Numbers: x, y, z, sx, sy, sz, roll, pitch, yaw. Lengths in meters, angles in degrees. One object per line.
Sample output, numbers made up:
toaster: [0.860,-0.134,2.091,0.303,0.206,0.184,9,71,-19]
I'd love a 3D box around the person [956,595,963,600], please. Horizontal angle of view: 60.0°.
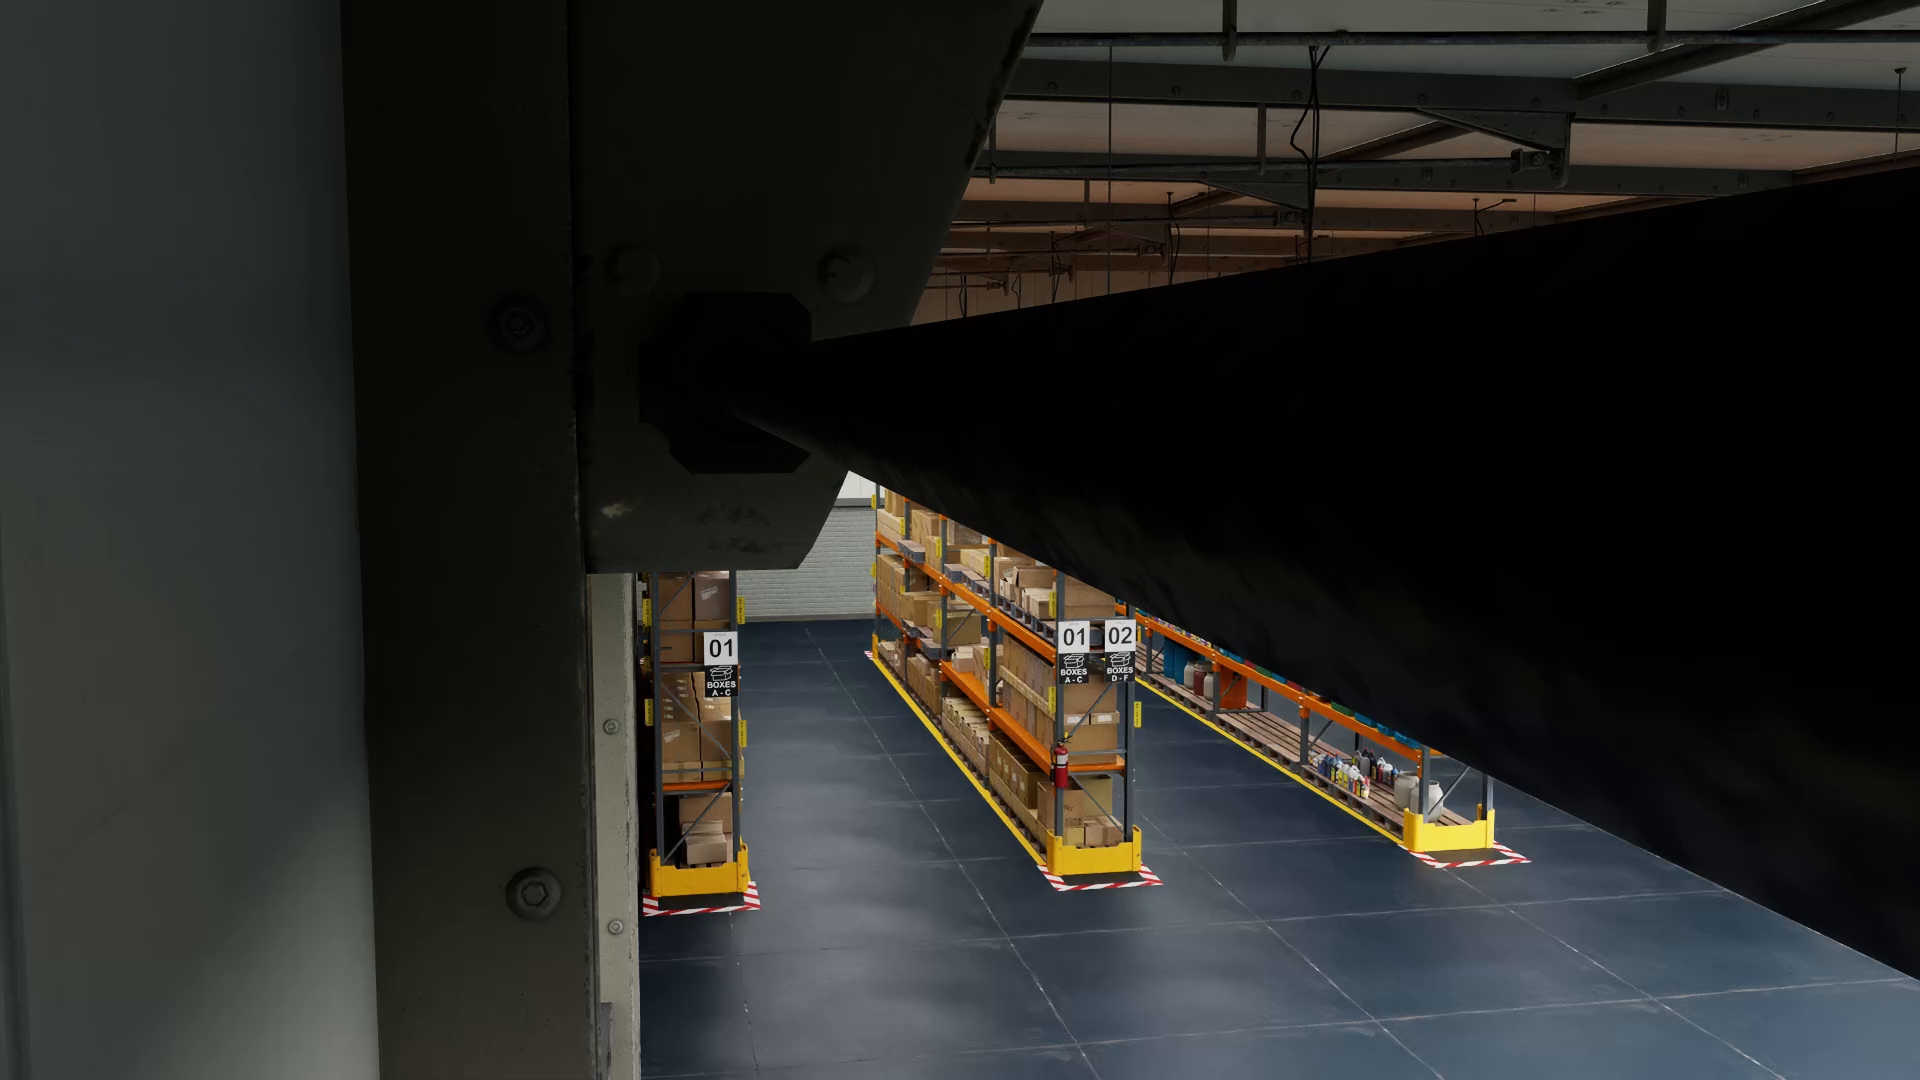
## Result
person: [0.008,1.666,37.298,0.622,1.722,0.757,3,7,30]
